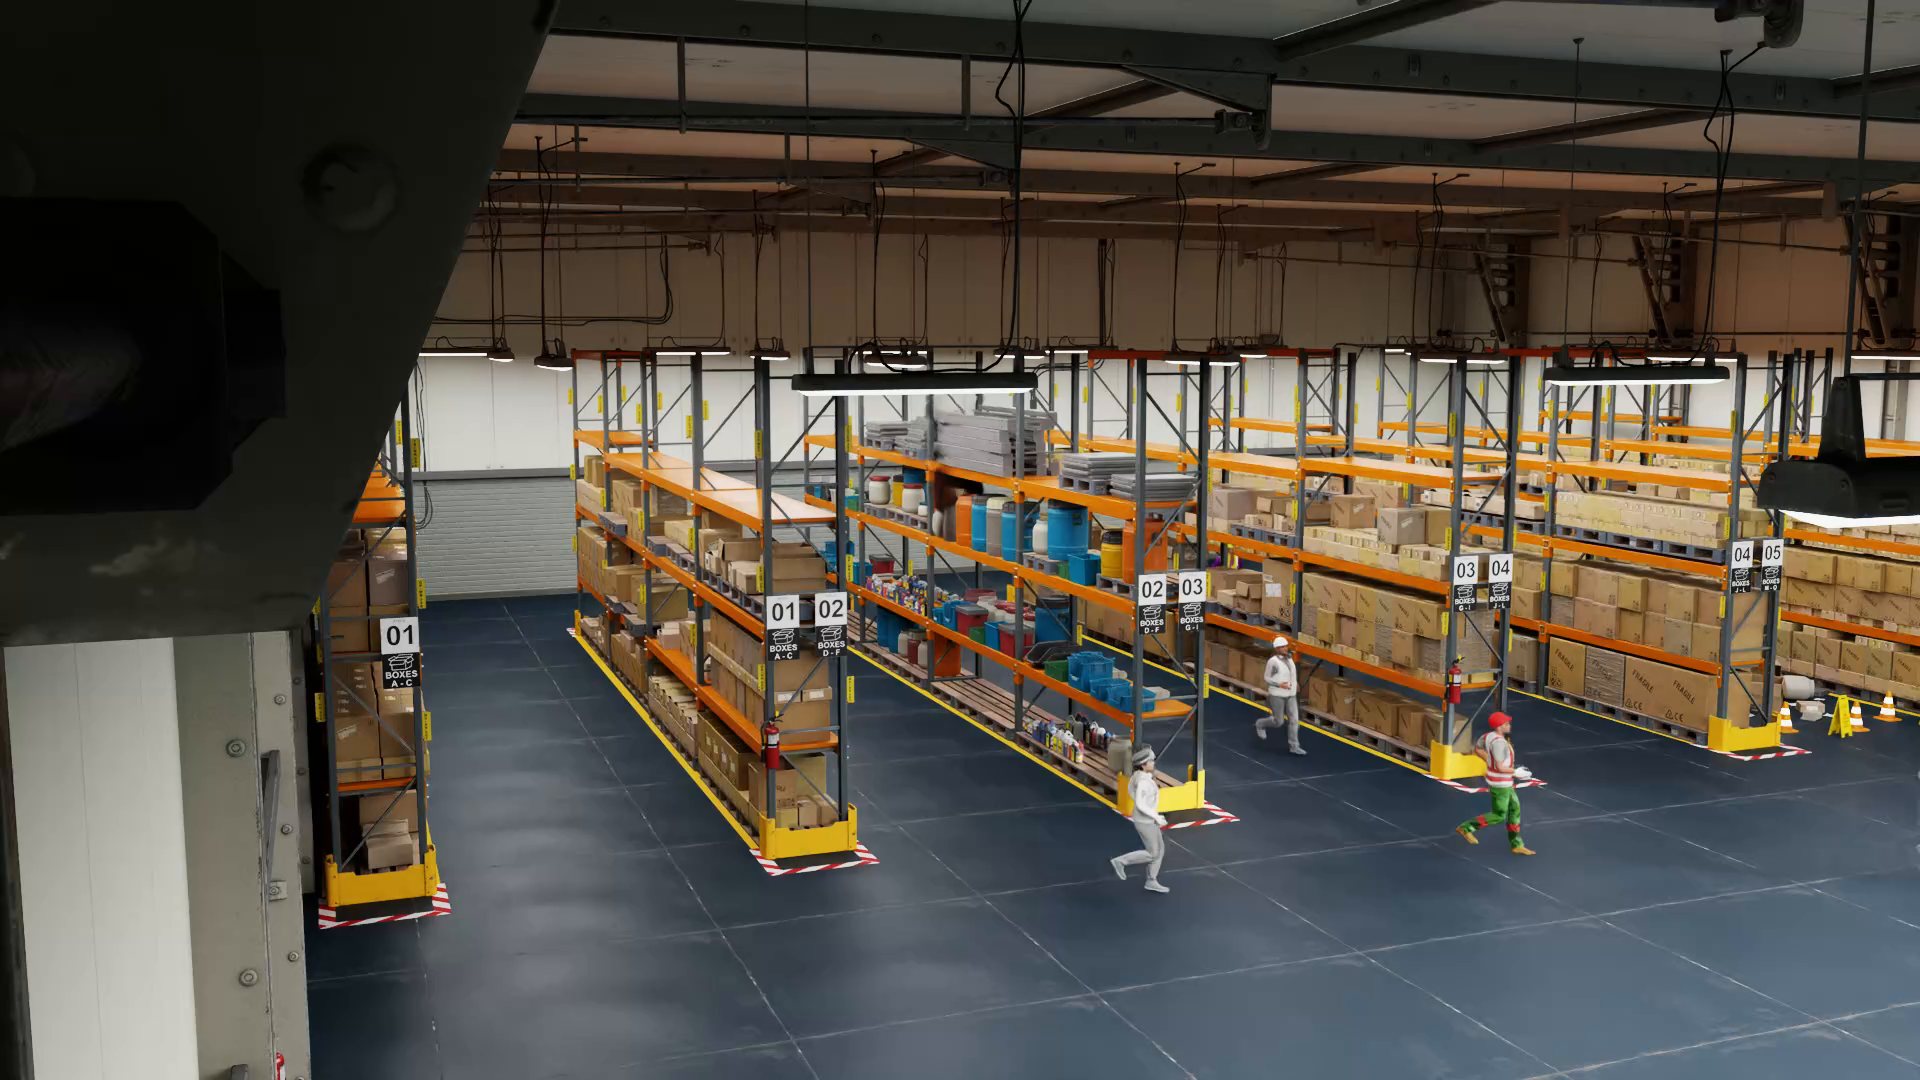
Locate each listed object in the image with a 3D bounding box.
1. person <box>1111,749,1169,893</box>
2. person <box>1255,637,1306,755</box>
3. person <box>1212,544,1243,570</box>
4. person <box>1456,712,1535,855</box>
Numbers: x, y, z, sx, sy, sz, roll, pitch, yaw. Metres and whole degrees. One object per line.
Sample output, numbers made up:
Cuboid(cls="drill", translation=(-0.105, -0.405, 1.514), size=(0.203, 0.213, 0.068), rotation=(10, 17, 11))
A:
Cuboid(cls="person", translation=(2.049, 3.183, 18.887), size=(0.676, 1.672, 0.625), rotation=(0, 7, 1))
Cuboid(cls="person", translation=(4.902, 2.335, 25.208), size=(0.676, 1.739, 0.971), rotation=(-4, 8, -32))
Cuboid(cls="person", translation=(5.929, 0.938, 36.498), size=(0.681, 1.729, 0.594), rotation=(-2, 7, -16))
Cuboid(cls="person", translation=(6.535, 2.956, 20.210), size=(0.957, 1.774, 0.671), rotation=(1, 7, 9))
